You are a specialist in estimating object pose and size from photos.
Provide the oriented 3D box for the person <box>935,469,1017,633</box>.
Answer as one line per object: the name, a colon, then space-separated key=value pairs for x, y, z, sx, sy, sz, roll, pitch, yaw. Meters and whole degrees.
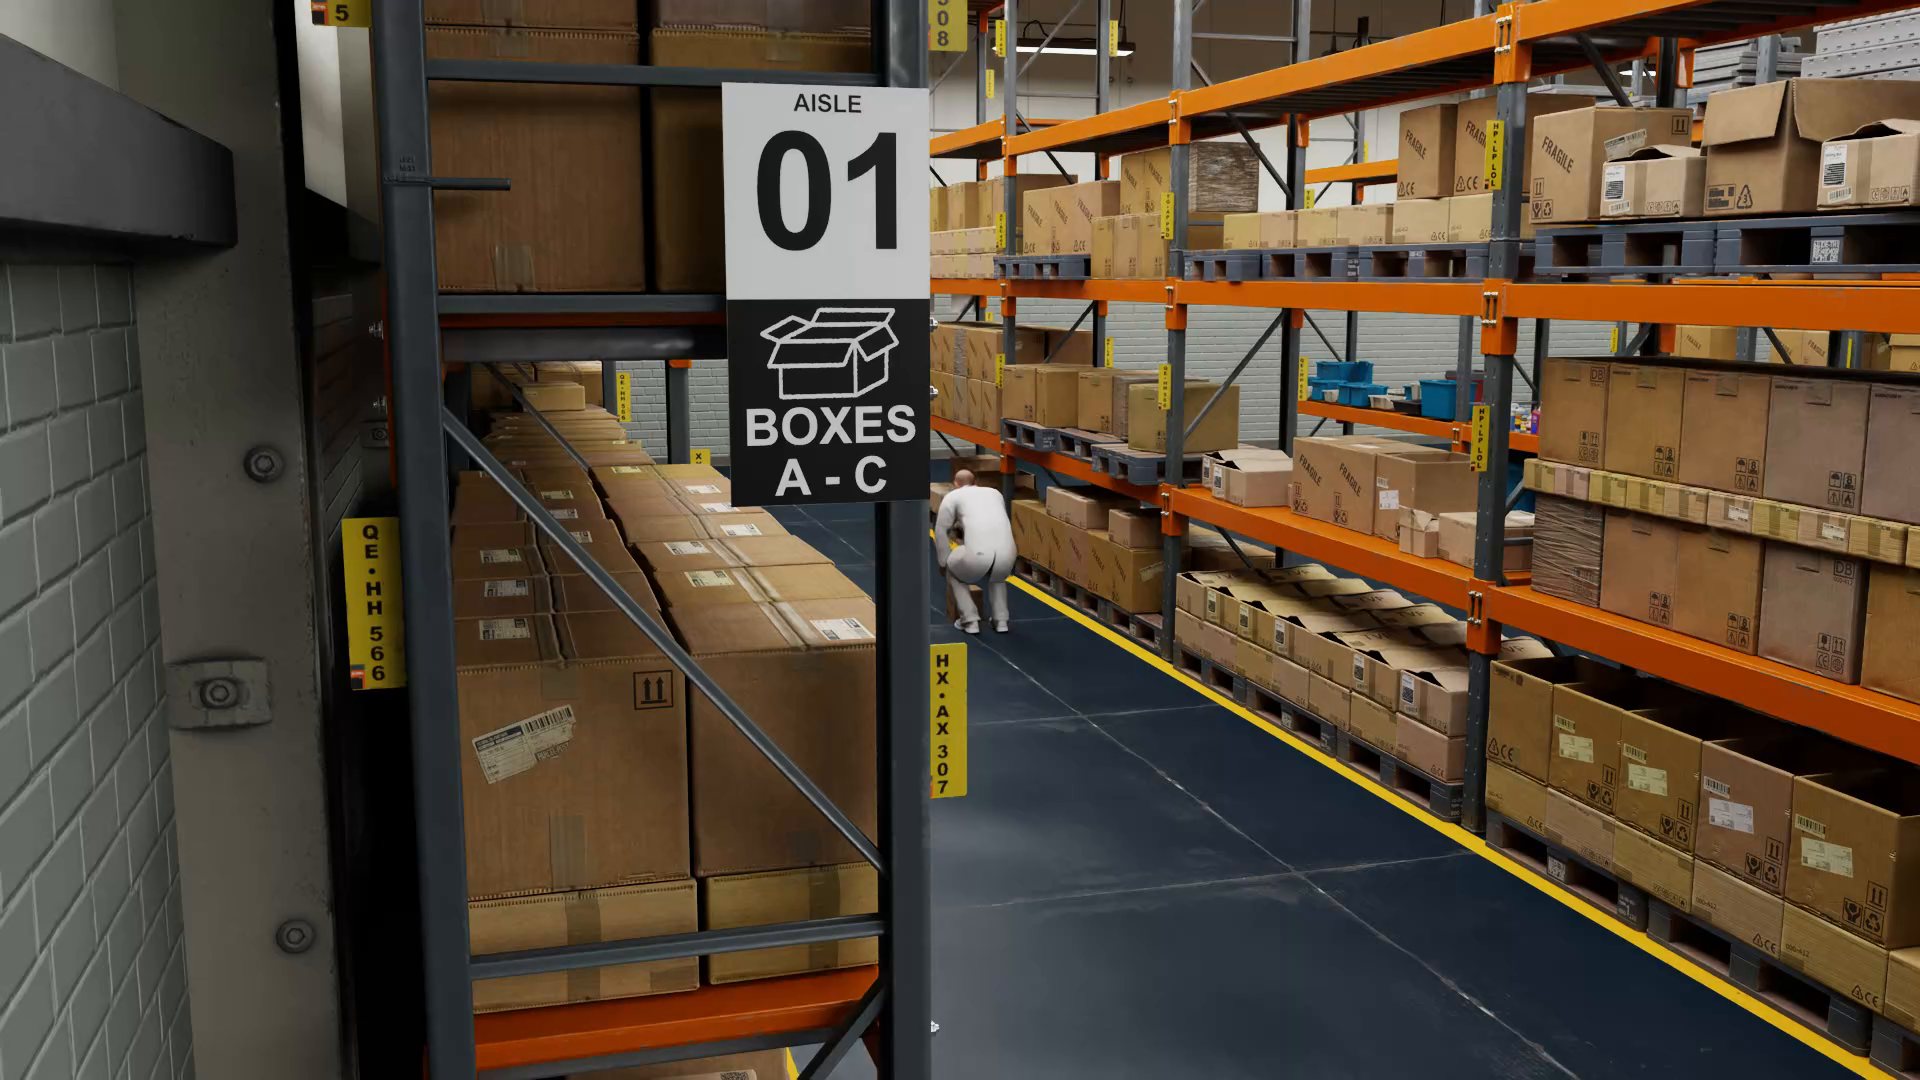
person: x=0.136 y=0.097 z=13.446 sx=0.631 sy=1.264 sz=0.793 roll=-3 pitch=9 yaw=-16
